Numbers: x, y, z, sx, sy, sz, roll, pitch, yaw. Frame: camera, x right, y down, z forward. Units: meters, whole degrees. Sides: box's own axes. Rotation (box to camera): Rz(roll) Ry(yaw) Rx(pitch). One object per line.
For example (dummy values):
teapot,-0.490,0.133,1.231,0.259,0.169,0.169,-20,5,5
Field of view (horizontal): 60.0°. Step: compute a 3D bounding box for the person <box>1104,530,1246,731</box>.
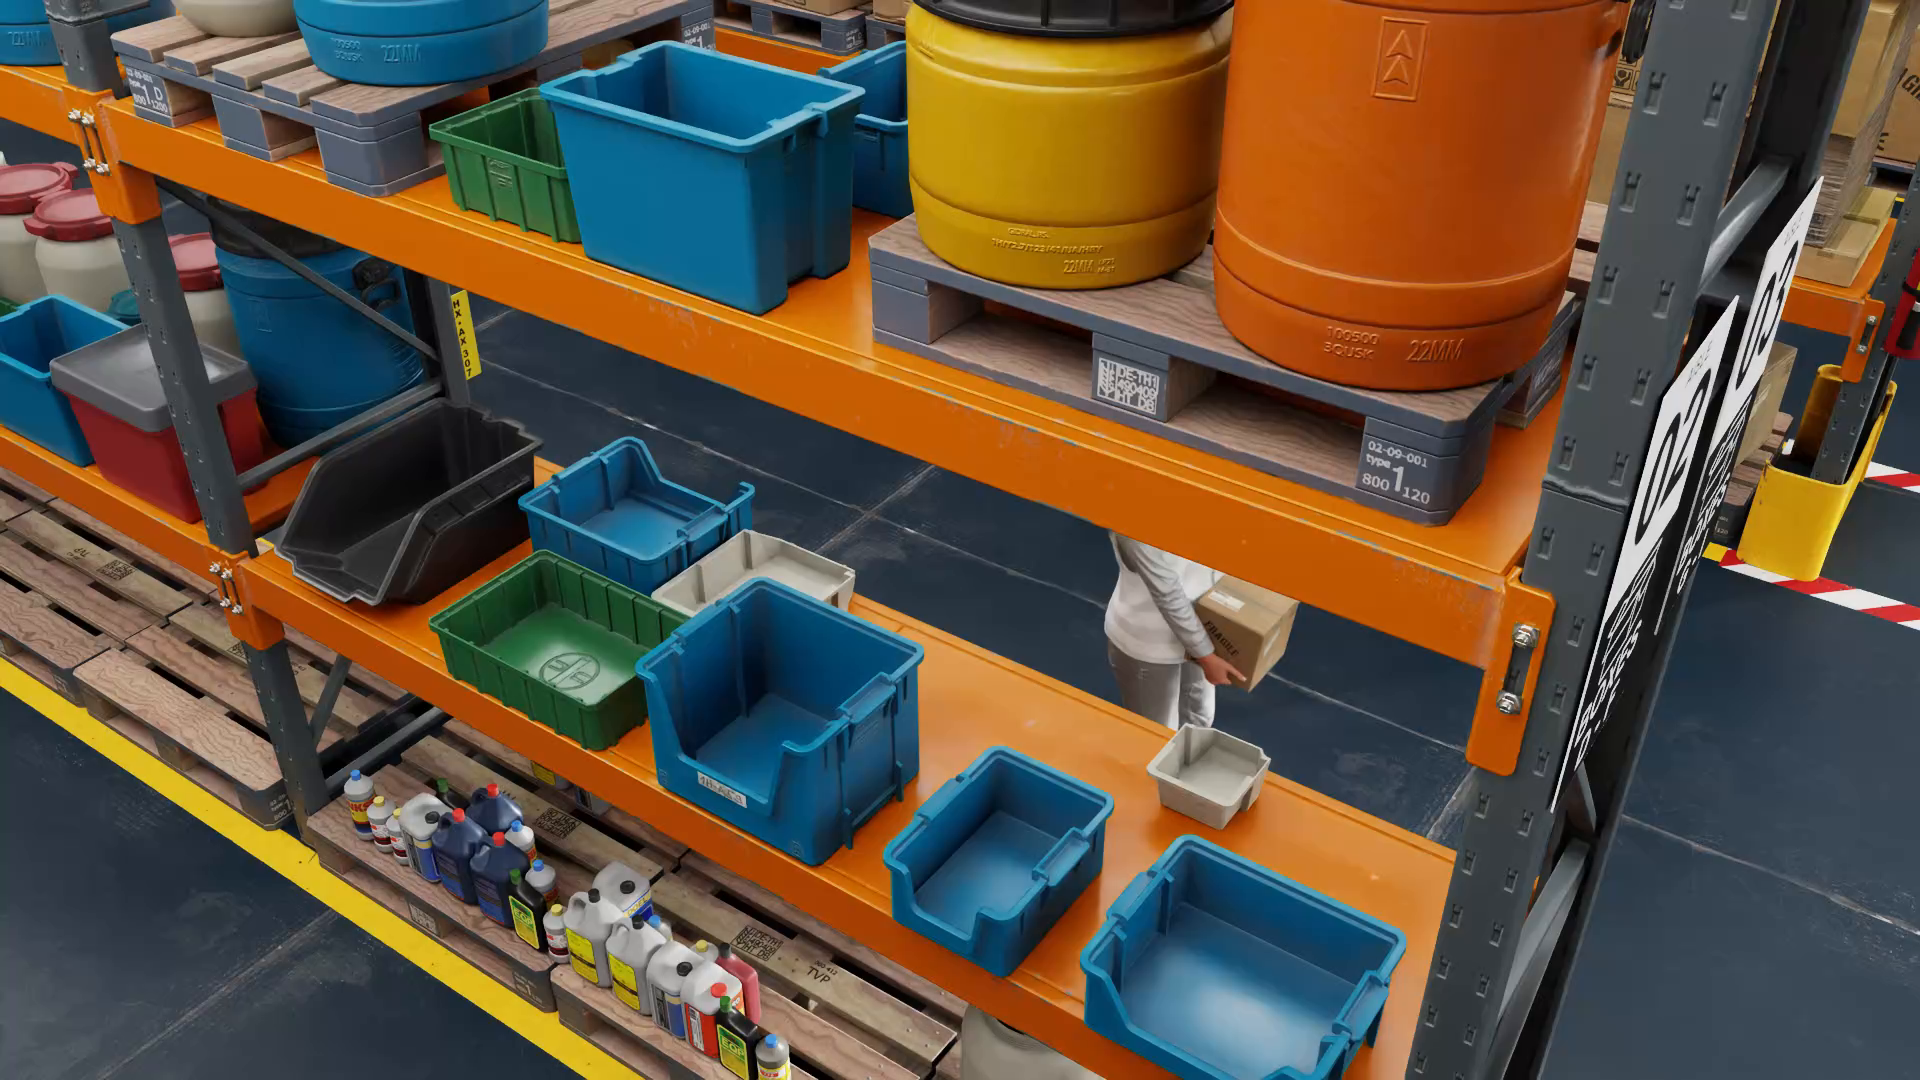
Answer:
person,0.786,0.335,5.637,0.559,1.762,0.494,22,40,29
